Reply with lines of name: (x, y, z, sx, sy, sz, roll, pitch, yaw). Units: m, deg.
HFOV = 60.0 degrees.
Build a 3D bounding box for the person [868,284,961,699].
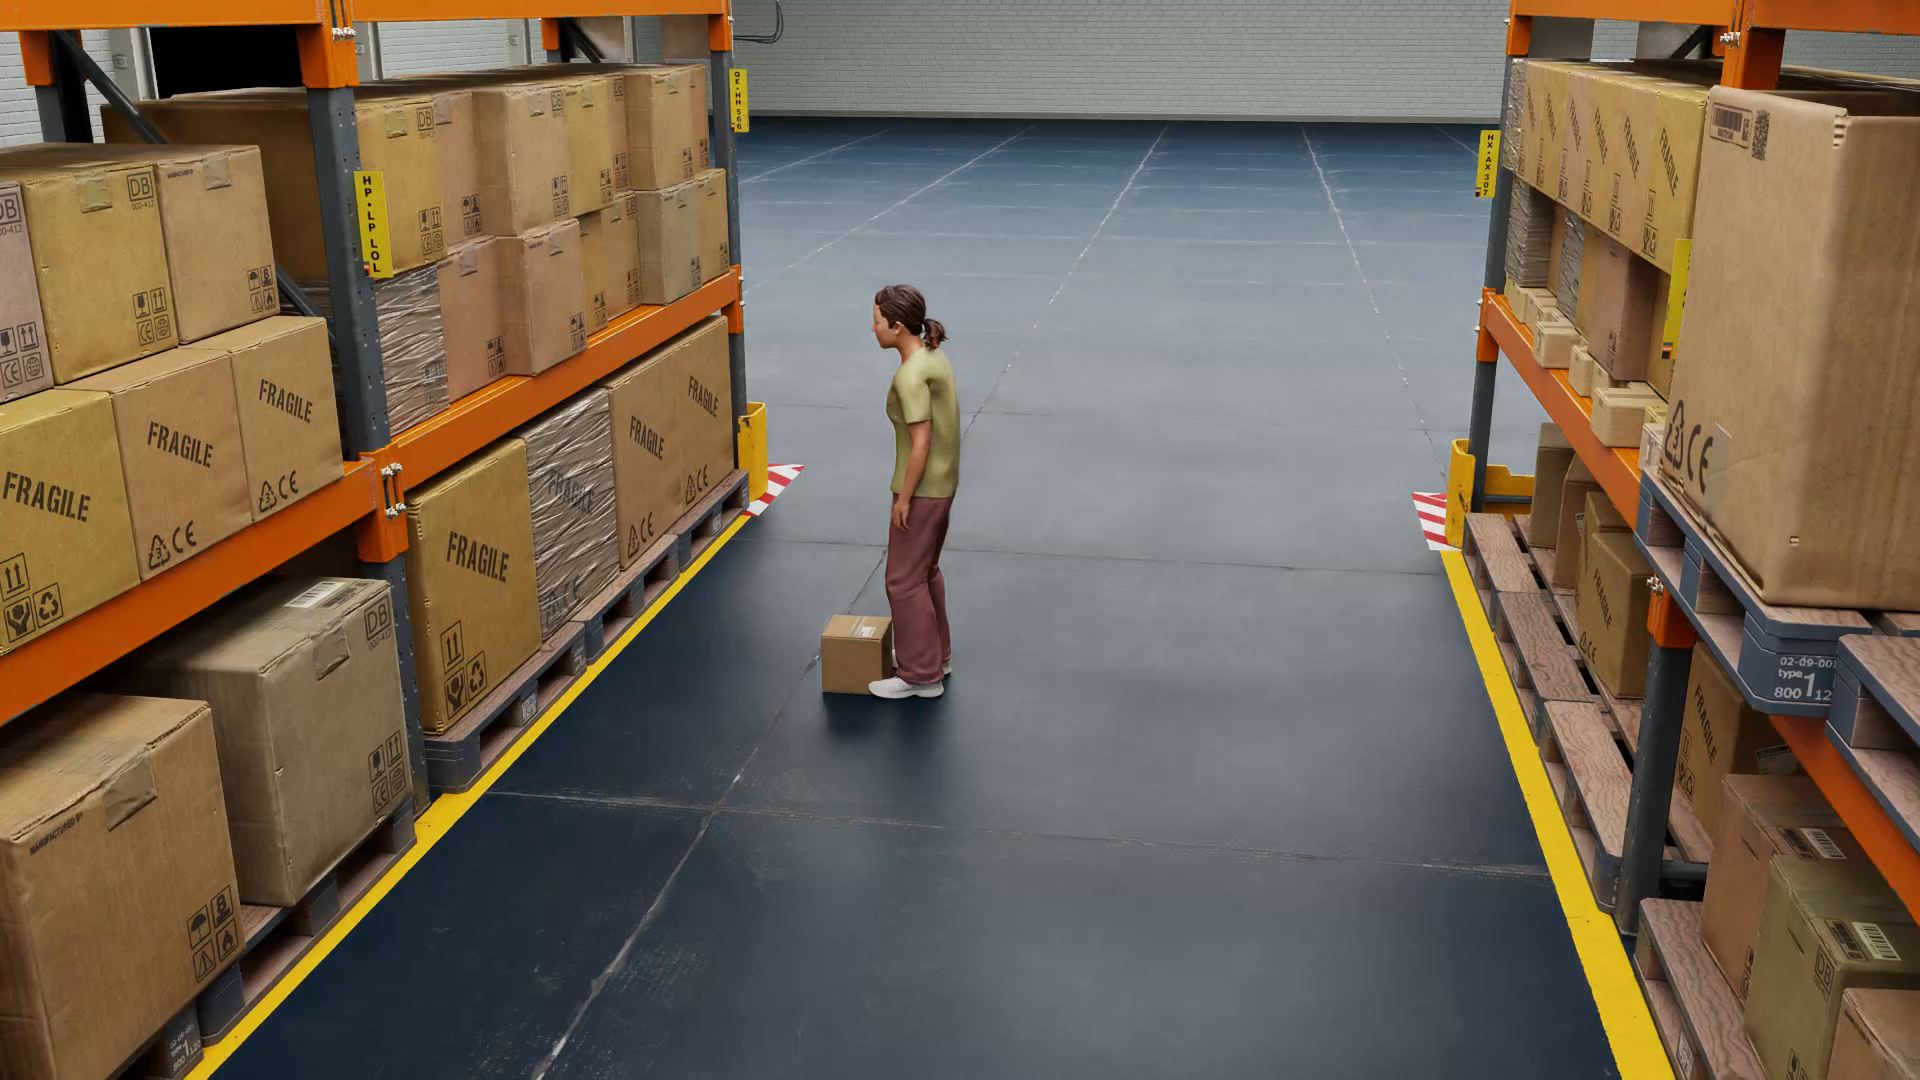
person: (-0.180, -0.193, 6.651, 0.357, 1.673, 0.499, 3, 18, 9)
